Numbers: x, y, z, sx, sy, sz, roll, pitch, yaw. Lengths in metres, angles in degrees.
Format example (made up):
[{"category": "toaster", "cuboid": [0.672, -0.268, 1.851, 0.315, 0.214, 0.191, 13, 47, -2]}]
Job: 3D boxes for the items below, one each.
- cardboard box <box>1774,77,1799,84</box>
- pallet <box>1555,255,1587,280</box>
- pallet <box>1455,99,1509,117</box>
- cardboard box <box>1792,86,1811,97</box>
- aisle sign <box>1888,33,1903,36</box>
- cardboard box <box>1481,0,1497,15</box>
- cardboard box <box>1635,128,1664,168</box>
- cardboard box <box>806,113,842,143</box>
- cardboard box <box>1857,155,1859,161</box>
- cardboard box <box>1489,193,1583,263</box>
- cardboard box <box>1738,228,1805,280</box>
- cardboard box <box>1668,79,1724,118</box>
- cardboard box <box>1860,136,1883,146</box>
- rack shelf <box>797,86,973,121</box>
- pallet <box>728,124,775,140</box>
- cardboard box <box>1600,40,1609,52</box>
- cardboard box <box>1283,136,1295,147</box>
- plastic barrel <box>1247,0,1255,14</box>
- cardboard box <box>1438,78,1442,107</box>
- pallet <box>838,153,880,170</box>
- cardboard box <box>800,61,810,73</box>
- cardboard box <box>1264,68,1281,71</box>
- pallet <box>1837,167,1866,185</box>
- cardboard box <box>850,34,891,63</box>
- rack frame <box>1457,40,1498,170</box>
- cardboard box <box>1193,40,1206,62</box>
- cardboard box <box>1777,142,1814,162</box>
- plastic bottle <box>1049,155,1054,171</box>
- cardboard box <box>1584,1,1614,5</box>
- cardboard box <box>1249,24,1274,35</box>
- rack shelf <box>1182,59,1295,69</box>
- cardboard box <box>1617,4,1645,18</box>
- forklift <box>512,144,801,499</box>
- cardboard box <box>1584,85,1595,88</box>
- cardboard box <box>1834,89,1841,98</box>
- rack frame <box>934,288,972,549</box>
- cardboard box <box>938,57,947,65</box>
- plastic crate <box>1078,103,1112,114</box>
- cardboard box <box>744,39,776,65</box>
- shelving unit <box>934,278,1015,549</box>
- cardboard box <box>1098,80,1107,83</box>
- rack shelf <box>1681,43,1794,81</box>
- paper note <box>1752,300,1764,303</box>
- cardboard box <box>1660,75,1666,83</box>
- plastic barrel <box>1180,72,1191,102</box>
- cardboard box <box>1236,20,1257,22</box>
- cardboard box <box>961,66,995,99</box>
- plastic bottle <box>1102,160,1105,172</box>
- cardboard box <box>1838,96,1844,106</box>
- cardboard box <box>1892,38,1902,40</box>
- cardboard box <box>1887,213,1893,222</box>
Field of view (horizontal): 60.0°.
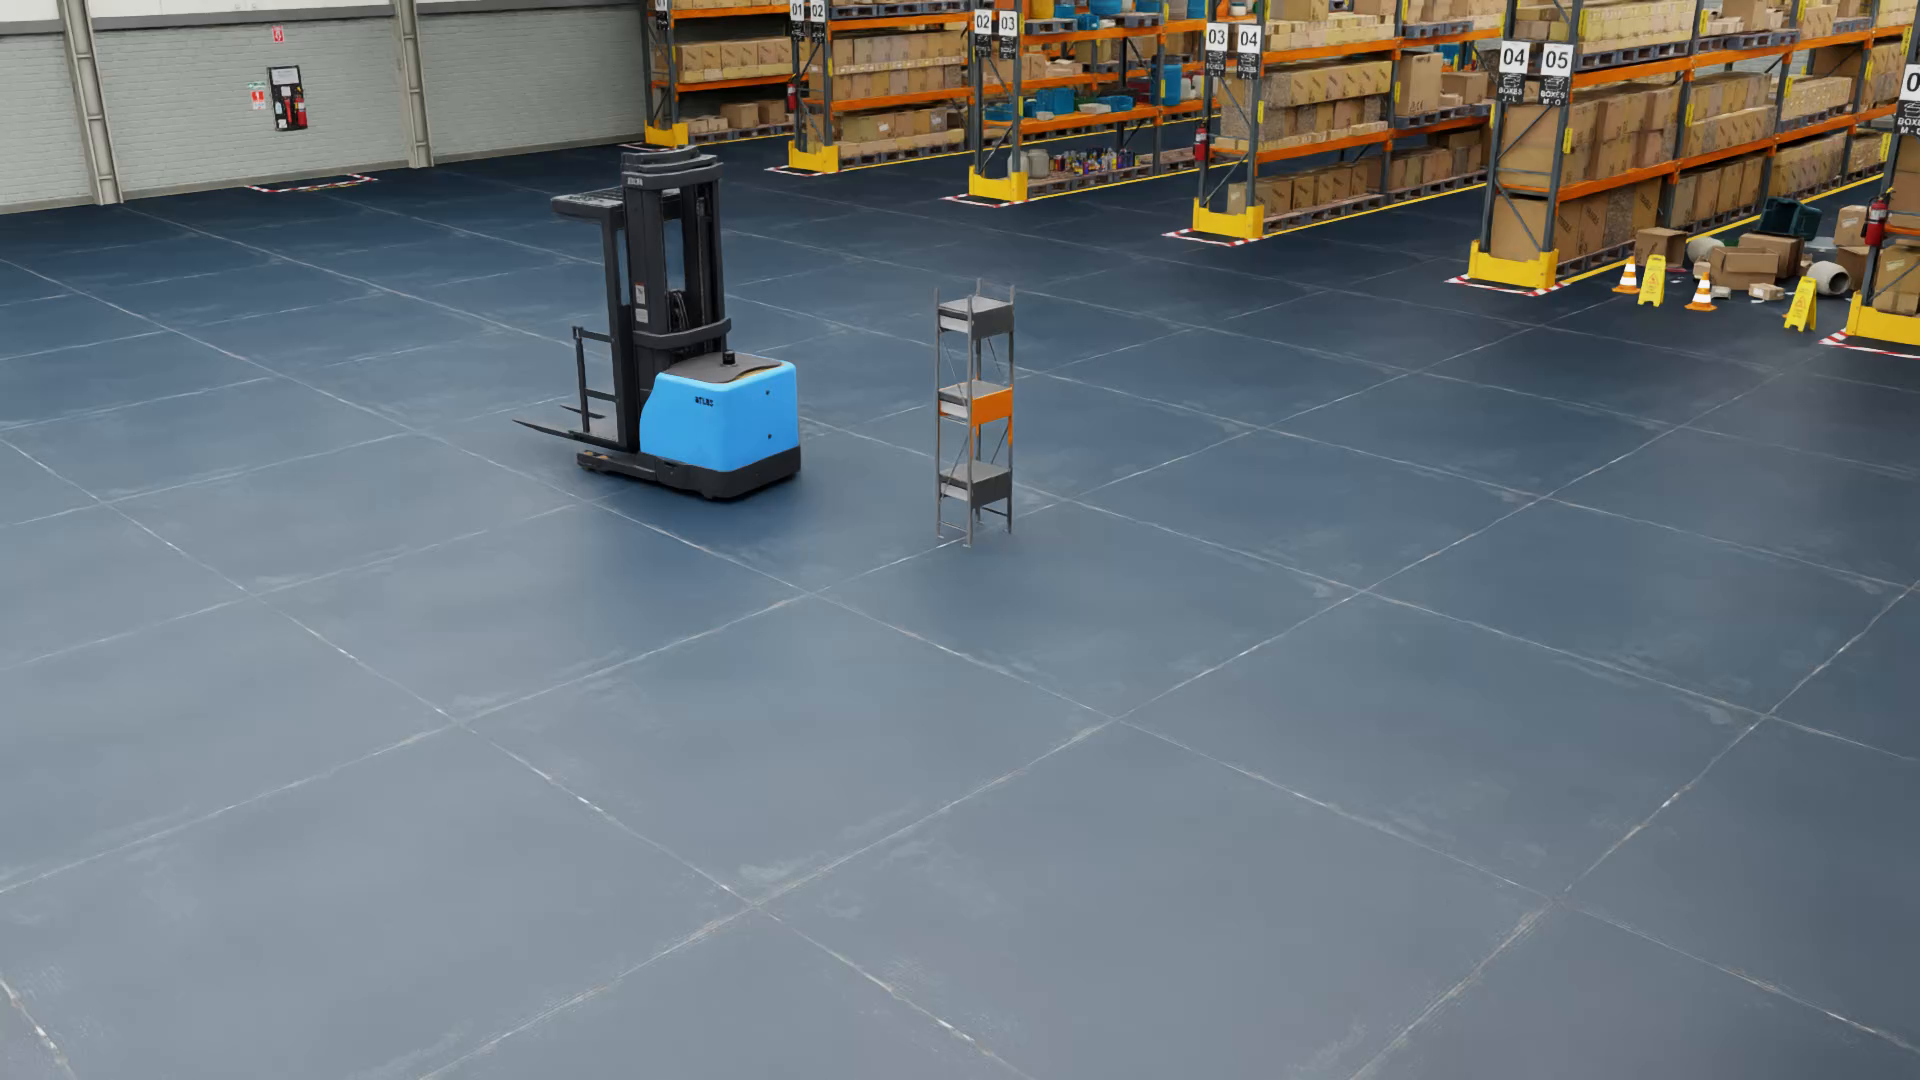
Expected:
[{"category": "cardboard box", "cuboid": [14.914, -8.268, 30.068, 0.380, 0.149, 0.250, 19, 28, 40]}, {"category": "pallet", "cuboid": [8.195, -3.939, 23.755, 1.003, 0.211, 1.213, 19, 28, 41]}, {"category": "pallet", "cuboid": [9.370, -8.040, 30.805, 1.213, 0.211, 1.003, 19, 28, 41]}, {"category": "cardboard box", "cuboid": [14.468, -7.768, 28.767, 0.250, 0.149, 0.380, -19, 28, -40]}, {"category": "aisle sign", "cuboid": [18.691, -10.436, 33.147, 0.394, 0.787, 0.004, 19, 28, 41]}, {"category": "cardboard box", "cuboid": [9.288, -9.700, 29.839, 0.500, 0.500, 0.500, 19, 28, 41]}, {"category": "cardboard box", "cuboid": [9.868, -5.869, 24.680, 0.875, 0.550, 0.550, 19, 28, 41]}, {"category": "cardboard box", "cuboid": [-2.724, -8.238, 33.255, 0.500, 0.500, 0.500, 19, 28, 41]}, {"category": "cardboard box", "cuboid": [16.803, -7.276, 31.525, 0.380, 0.149, 0.250, 19, 28, 40]}, {"category": "cardboard box", "cuboid": [8.119, -4.410, 23.472, 0.875, 0.875, 0.875, 19, 28, 41]}, {"category": "cardboard box", "cuboid": [11.369, -4.028, 23.391, 0.797, 0.637, 0.503, 19, 28, 41]}, {"category": "cardboard box", "cuboid": [11.536, -6.949, 26.166, 0.700, 0.500, 0.500, 20, 28, 41]}, {"category": "cardboard box", "cuboid": [17.725, -7.749, 32.342, 0.380, 0.149, 0.250, 18, 27, 39]}, {"category": "rack shelf", "cuboid": [-1.489, -8.941, 33.886, 1.077, 0.370, 4.000, 19, 28, 41]}, {"category": "pallet", "cuboid": [-4.940, -9.232, 37.526, 1.003, 0.211, 1.213, 19, 28, 41]}, {"category": "cardboard box", "cuboid": [8.515, -6.679, 22.441, 0.380, 0.149, 0.250, 19, 28, 41]}, {"category": "cardboard box", "cuboid": [5.113, -6.368, 26.540, 0.380, 0.149, 0.250, 19, 28, 41]}, {"category": "plastic barrel", "cuboid": [5.806, -11.028, 33.976, 0.421, 0.512, 0.421, 0, 21, 0]}, {"category": "cardboard box", "cuboid": [8.144, -8.024, 29.767, 0.637, 0.503, 0.797, -17, 27, -37]}, {"category": "pallet", "cuboid": [-2.381, -7.669, 33.459, 1.003, 0.211, 1.213, 19, 28, 41]}, {"category": "cardboard box", "cuboid": [-3.759, -10.772, 37.827, 0.500, 0.250, 0.500, 19, 28, 41]}, {"category": "cardboard box", "cuboid": [4.762, -7.268, 26.583, 0.500, 0.500, 0.500, 19, 28, 41]}, {"category": "pallet", "cuboid": [16.508, -6.980, 31.667, 1.003, 0.211, 1.213, 19, 28, 41]}, {"category": "cardboard box", "cuboid": [-1.799, -9.812, 33.201, 0.700, 0.500, 0.500, 19, 28, 41]}, {"category": "rack frame", "cuboid": [9.791, -8.339, 31.317, 1.000, 3.000, 0.127, 19, 28, 41]}, {"category": "cardboard box", "cuboid": [6.037, -11.957, 40.591, 0.500, 0.500, 0.500, -19, 28, -41]}, {"category": "cardboard box", "cuboid": [14.637, -6.822, 29.223, 0.500, 0.250, 0.500, 20, 28, 41]}, {"category": "plastic bottle", "cuboid": [1.697, -7.076, 31.204, 0.133, 0.283, 0.061, -19, 28, -41]}, {"category": "cardboard box", "cuboid": [9.100, -7.605, 23.741, 0.380, 0.149, 0.250, 19, 28, 41]}, {"category": "cardboard box", "cuboid": [4.568, -7.812, 25.417, 0.380, 0.149, 0.250, 19, 28, 40]}, {"category": "rack shelf", "cuboid": [6.882, -12.026, 41.912, 1.077, 0.370, 4.000, 19, 28, 41]}, {"category": "cardboard box", "cuboid": [9.220, -7.312, 22.976, 0.250, 0.149, 0.380, -20, 28, -41]}, {"category": "forklift", "cuboid": [-2.957, -2.124, 15.242, 3.031, 2.935, 1.130, 14, 25, 33]}, {"category": "cardboard box", "cuboid": [12.451, -9.225, 33.483, 0.500, 0.500, 0.500, 19, 28, 41]}, {"category": "cardboard box", "cuboid": [15.571, -8.035, 29.875, 0.250, 0.149, 0.380, -19, 28, -40]}, {"category": "rack frame", "cuboid": [-0.055, -0.960, 13.372, 0.400, 2.100, 0.015, 19, 28, 41]}, {"category": "cardboard box", "cuboid": [-0.485, -9.886, 34.298, 0.380, 0.149, 0.250, 18, 28, 39]}, {"category": "plastic crate", "cuboid": [2.501, -7.947, 30.663, 0.530, 0.136, 0.437, 19, 28, 41]}, {"category": "cardboard box", "cuboid": [-4.457, -10.864, 37.022, 0.500, 0.500, 0.500, 18, 28, 39]}, {"category": "shelving unit", "cuboid": [0.115, -1.023, 13.536, 0.431, 2.100, 0.503, 19, 28, 41]}, {"category": "cardboard box", "cuboid": [3.609, -12.681, 45.512, 0.700, 0.500, 0.500, 18, 27, 39]}, {"category": "rack shelf", "cuboid": [11.879, -7.622, 26.273, 1.077, 0.370, 4.000, 19, 28, 41]}, {"category": "paper note", "cuboid": [10.544, -3.158, 21.975, 0.148, 0.019, 0.142, 9, 23, 23]}, {"category": "cardboard box", "cuboid": [15.003, -9.973, 35.917, 0.380, 0.149, 0.250, 19, 28, 41]}, {"category": "plastic barrel", "cuboid": [4.277, -8.805, 32.339, 0.433, 0.535, 0.433, 0, 21, 0]}, {"category": "cardboard box", "cuboid": [4.558, -8.084, 26.125, 0.380, 0.149, 0.250, 18, 27, 38]}, {"category": "cardboard box", "cuboid": [0.367, -11.631, 42.291, 0.750, 0.750, 0.750, 19, 28, 40]}, {"category": "plastic bottle", "cuboid": [2.671, -7.002, 31.124, 0.097, 0.201, 0.097, 0, 21, 0]}, {"category": "cardboard box", "cuboid": [15.749, -7.960, 30.096, 0.380, 0.149, 0.250, 19, 28, 41]}, {"category": "cardboard box", "cuboid": [18.361, -9.470, 32.312, 0.500, 0.500, 0.500, 18, 27, 39]}, {"category": "cardboard box", "cuboid": [11.516, -3.928, 20.190, 0.380, 0.149, 0.250, 19, 28, 40]}]
